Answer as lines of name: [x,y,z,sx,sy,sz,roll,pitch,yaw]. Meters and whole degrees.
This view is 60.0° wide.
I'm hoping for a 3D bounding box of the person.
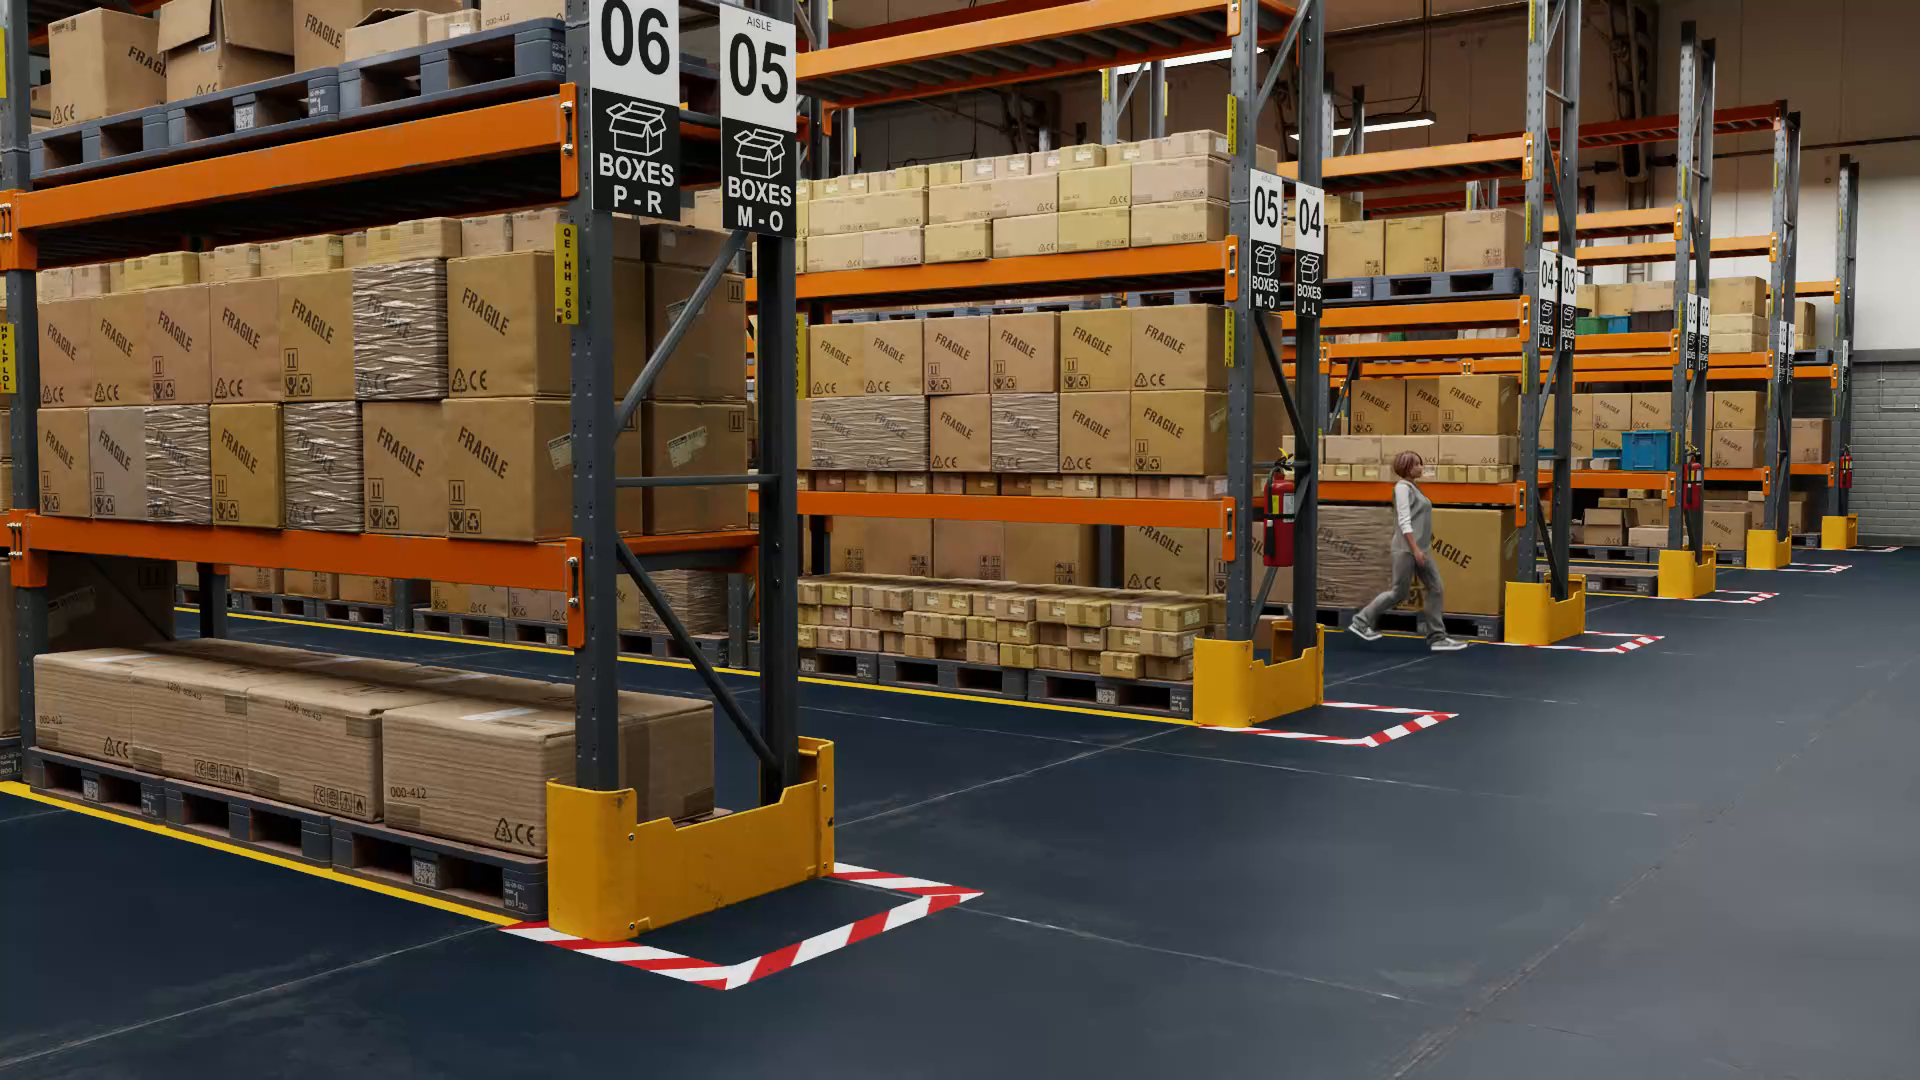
person: [3.495,0.083,12.960,0.885,1.544,0.420,2,4,32]
